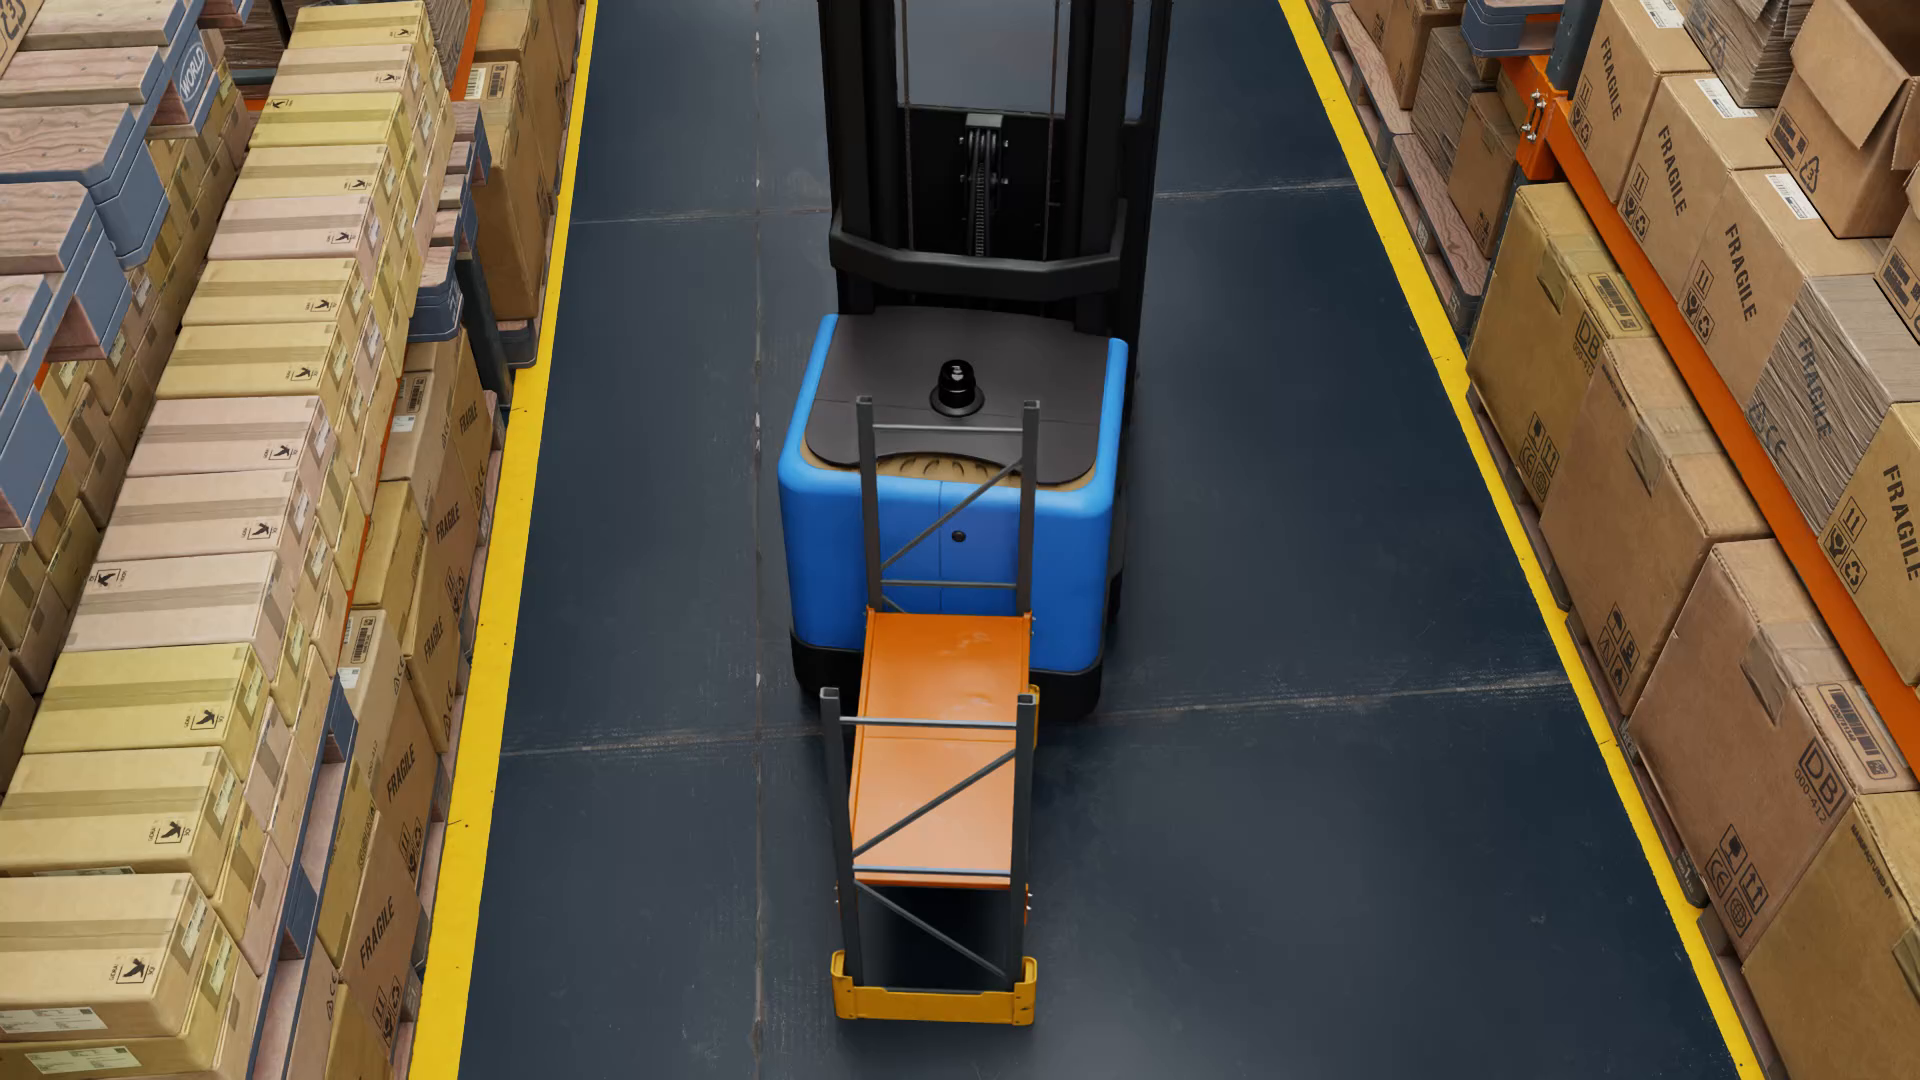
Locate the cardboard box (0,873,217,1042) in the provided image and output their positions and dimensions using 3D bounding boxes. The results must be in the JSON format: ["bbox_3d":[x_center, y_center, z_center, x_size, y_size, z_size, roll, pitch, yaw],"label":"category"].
[{"bbox_3d":[-1.567,0.741,2.956,0.380,0.149,0.250,-1,47,-1],"label":"cardboard box"}]

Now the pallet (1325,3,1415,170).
[{"bbox_3d":[2.461,-2.293,8.276,1.003,0.211,1.213,-3,47,-3],"label":"pallet"}]

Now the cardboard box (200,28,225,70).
[{"bbox_3d":[-2.481,-1.491,5.070,0.380,0.149,0.250,-3,47,-3],"label":"cardboard box"}]

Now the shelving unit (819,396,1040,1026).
[{"bbox_3d":[-0.054,0.514,4.731,0.587,1.500,1.083,2,47,2],"label":"shelving unit"}]

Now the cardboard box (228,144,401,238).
[{"bbox_3d":[-1.762,-0.949,4.557,0.380,0.149,0.250,-2,47,-2],"label":"cardboard box"}]

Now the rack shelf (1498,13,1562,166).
[{"bbox_3d":[2.456,-3.005,7.526,1.077,0.370,4.000,-3,47,-3],"label":"rack shelf"}]

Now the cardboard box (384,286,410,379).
[{"bbox_3d":[-1.745,-0.566,4.603,0.380,0.149,0.250,-5,47,-5],"label":"cardboard box"}]

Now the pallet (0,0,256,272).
[{"bbox_3d":[-2.028,-0.854,3.056,1.213,0.211,1.003,-3,47,-3],"label":"pallet"}]

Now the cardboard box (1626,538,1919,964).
[{"bbox_3d":[2.810,0.566,4.822,1.225,0.875,0.875,-5,47,-5],"label":"cardboard box"}]

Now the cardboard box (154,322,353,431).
[{"bbox_3d":[-1.702,-0.389,4.027,0.380,0.149,0.250,-2,47,-2],"label":"cardboard box"}]

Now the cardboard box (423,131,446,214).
[{"bbox_3d":[-1.809,-1.127,5.135,0.380,0.149,0.250,-4,47,-3],"label":"cardboard box"}]

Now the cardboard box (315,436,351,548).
[{"bbox_3d":[-1.682,-0.106,3.963,0.380,0.149,0.250,-4,47,-4],"label":"cardboard box"}]

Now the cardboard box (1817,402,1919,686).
[{"bbox_3d":[2.562,-0.004,4.119,0.500,0.500,0.500,-4,47,-4],"label":"cardboard box"}]

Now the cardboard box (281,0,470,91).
[{"bbox_3d":[-2.096,-1.953,5.965,0.500,0.500,0.500,-3,47,-3],"label":"cardboard box"}]

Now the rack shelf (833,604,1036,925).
[{"bbox_3d":[-0.054,0.631,4.867,0.538,0.185,1.000,2,47,2],"label":"rack shelf"}]

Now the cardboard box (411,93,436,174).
[{"bbox_3d":[-1.808,-1.215,5.014,0.380,0.149,0.250,-2,47,-2],"label":"cardboard box"}]

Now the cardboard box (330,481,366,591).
[{"bbox_3d":[-1.682,0.001,4.067,0.380,0.149,0.250,-4,47,-4],"label":"cardboard box"}]

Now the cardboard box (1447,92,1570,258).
[{"bbox_3d":[2.548,-1.581,7.100,0.700,0.500,0.500,-6,47,-5],"label":"cardboard box"}]

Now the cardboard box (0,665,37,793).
[{"bbox_3d":[-2.285,0.434,3.657,0.380,0.149,0.250,-6,47,-5],"label":"cardboard box"}]

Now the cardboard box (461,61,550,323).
[{"bbox_3d":[-2.288,-1.394,6.765,1.050,0.750,0.750,-4,47,-4],"label":"cardboard box"}]

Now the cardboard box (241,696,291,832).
[{"bbox_3d":[-1.613,0.469,3.419,0.380,0.149,0.250,-2,47,-2],"label":"cardboard box"}]

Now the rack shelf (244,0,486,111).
[{"bbox_3d":[-2.495,-2.777,7.310,1.077,0.370,4.000,-3,47,-3],"label":"rack shelf"}]

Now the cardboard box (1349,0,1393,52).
[{"bbox_3d":[2.387,-2.795,8.250,0.700,0.500,0.500,-7,47,-7],"label":"cardboard box"}]

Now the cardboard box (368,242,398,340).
[{"bbox_3d":[-1.744,-0.663,4.491,0.380,0.149,0.250,-4,47,-4],"label":"cardboard box"}]

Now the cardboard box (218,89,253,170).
[{"bbox_3d":[-2.491,-1.299,5.299,0.380,0.149,0.250,-4,47,-4],"label":"cardboard box"}]

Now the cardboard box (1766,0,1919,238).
[{"bbox_3d":[2.721,-1.184,4.545,0.797,0.503,0.637,-3,47,-2],"label":"cardboard box"}]

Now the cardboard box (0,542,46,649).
[{"bbox_3d":[-2.311,0.124,3.745,0.380,0.149,0.250,-6,47,-5],"label":"cardboard box"}]

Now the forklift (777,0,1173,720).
[{"bbox_3d":[0.139,-1.486,5.639,1.130,2.935,3.031,6,47,5],"label":"forklift"}]

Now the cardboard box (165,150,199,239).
[{"bbox_3d":[-2.436,-0.987,4.798,0.380,0.149,0.250,-5,47,-5],"label":"cardboard box"}]

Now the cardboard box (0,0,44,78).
[{"bbox_3d":[-1.991,-1.020,2.724,0.797,0.503,0.637,-4,47,-4],"label":"cardboard box"}]

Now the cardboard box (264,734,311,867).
[{"bbox_3d":[-1.613,0.564,3.533,0.380,0.149,0.250,-3,47,-3],"label":"cardboard box"}]

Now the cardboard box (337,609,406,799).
[{"bbox_3d":[-1.876,0.469,4.656,0.500,0.250,0.500,-2,47,-2],"label":"cardboard box"}]

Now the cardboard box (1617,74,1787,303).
[{"bbox_3d":[2.439,-1.099,5.156,0.500,0.500,0.500,-5,47,-4],"label":"cardboard box"}]

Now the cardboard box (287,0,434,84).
[{"bbox_3d":[-1.829,-1.513,5.091,0.380,0.149,0.250,-5,47,-5],"label":"cardboard box"}]

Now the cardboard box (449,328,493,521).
[{"bbox_3d":[-2.011,-0.402,5.997,0.500,0.500,0.500,-4,47,-3],"label":"cardboard box"}]

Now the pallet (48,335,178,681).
[{"bbox_3d":[-2.121,-0.082,4.394,1.003,0.211,1.213,-3,47,-3],"label":"pallet"}]

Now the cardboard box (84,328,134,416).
[{"bbox_3d":[-2.377,-0.444,4.284,0.380,0.149,0.250,-4,47,-4],"label":"cardboard box"}]

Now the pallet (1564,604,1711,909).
[{"bbox_3d":[2.714,0.609,5.528,1.003,0.211,1.213,-3,47,-3],"label":"pallet"}]

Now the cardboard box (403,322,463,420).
[{"bbox_3d":[-2.009,-0.641,5.707,0.500,0.250,0.500,-4,47,-4],"label":"cardboard box"}]

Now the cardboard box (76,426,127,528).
[{"bbox_3d":[-2.357,-0.152,4.212,0.380,0.149,0.250,-5,47,-5],"label":"cardboard box"}]

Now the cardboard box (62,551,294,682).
[{"bbox_3d":[-1.634,0.173,3.494,0.380,0.149,0.250,-4,47,-4],"label":"cardboard box"}]

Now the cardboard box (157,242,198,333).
[{"bbox_3d":[-2.421,-0.715,4.745,0.380,0.149,0.250,-2,47,-1],"label":"cardboard box"}]

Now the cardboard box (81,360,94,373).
[{"bbox_3d":[-2.370,-0.543,4.172,0.380,0.149,0.250,-2,47,-2],"label":"cardboard box"}]

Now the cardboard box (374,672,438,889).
[{"bbox_3d":[-1.893,0.720,4.934,0.500,0.500,0.500,-3,47,-3],"label":"cardboard box"}]

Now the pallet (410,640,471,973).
[{"bbox_3d":[-2.164,0.827,5.321,1.003,0.211,1.213,-3,47,-3],"label":"pallet"}]

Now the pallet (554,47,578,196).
[{"bbox_3d":[-2.417,-2.074,8.069,1.003,0.211,1.213,-3,47,-3],"label":"pallet"}]
